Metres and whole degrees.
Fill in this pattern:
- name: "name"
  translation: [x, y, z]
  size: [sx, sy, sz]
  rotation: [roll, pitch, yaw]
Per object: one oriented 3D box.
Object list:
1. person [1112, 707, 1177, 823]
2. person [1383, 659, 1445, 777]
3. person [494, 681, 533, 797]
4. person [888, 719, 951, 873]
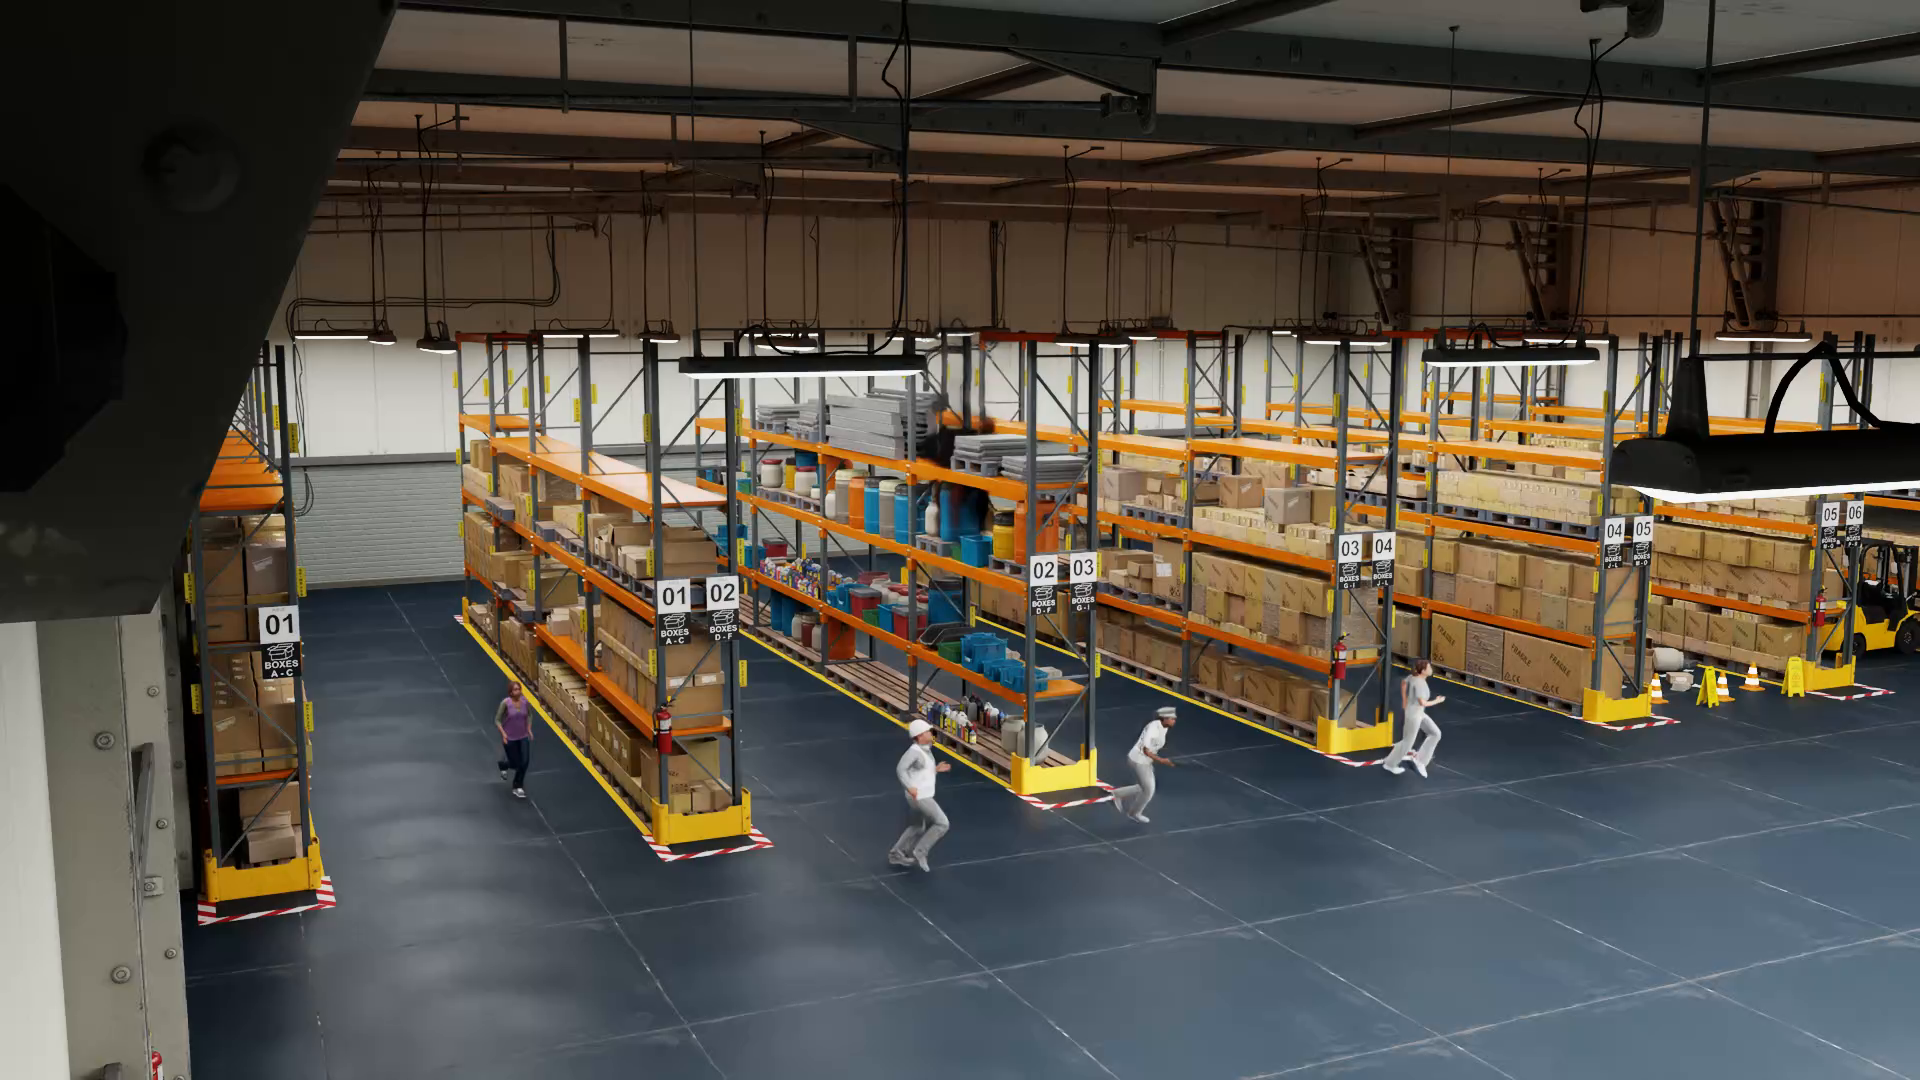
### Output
- name: "person"
  translation: [2.314, 2.805, 20.864]
  size: [0.827, 1.516, 0.588]
  rotation: [3, 8, 20]
- name: "person"
  translation: [6.235, 2.437, 22.821]
  size: [0.799, 1.657, 0.590]
  rotation: [2, 8, 15]
- name: "person"
  translation: [-5.911, 2.612, 22.044]
  size: [0.522, 1.554, 0.555]
  rotation: [-6, 10, -37]
- name: "person"
  translation: [-0.464, 2.912, 19.003]
  size: [0.721, 1.753, 0.646]
  rotation: [0, 8, 1]
